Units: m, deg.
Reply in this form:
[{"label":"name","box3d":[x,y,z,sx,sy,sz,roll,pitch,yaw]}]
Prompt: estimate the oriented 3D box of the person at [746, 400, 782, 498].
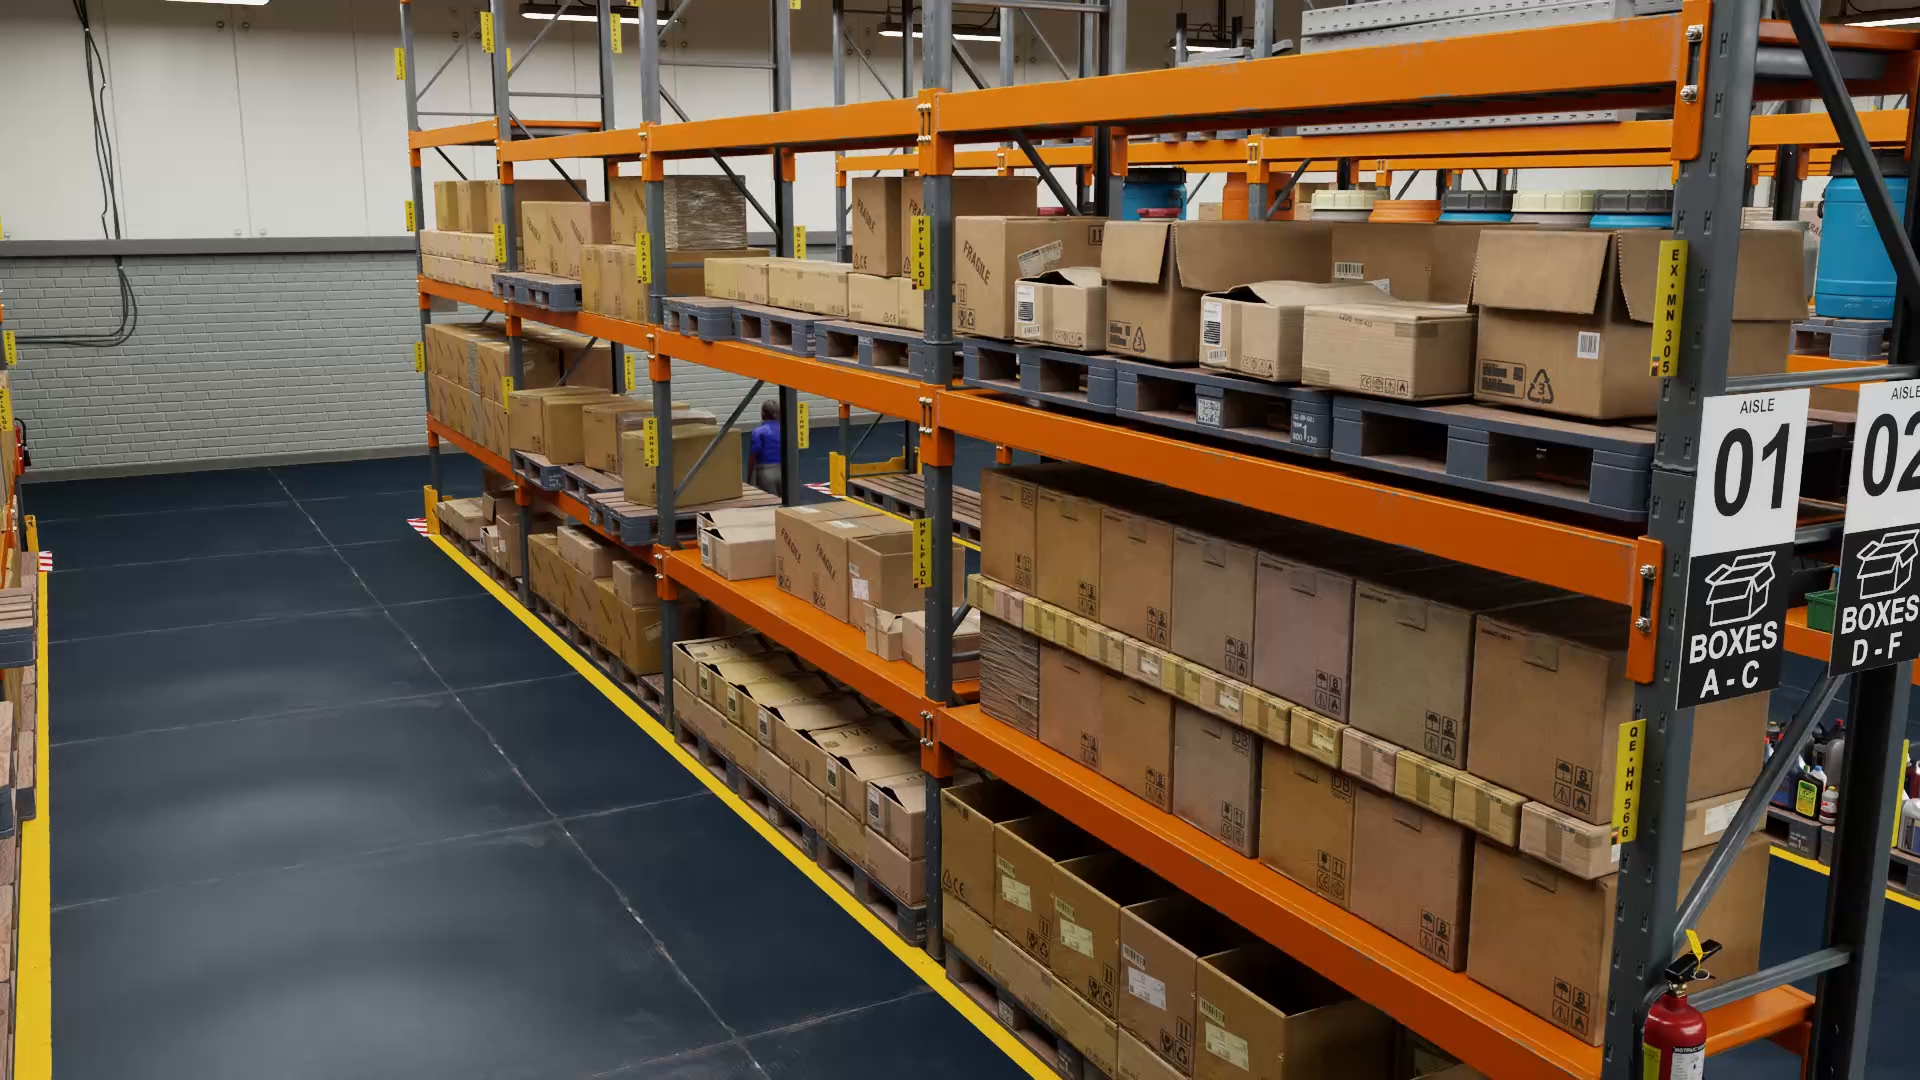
[{"label":"person","box3d":[-1.920,-0.625,16.968,0.456,1.604,0.978,-9,15,-38]}]
